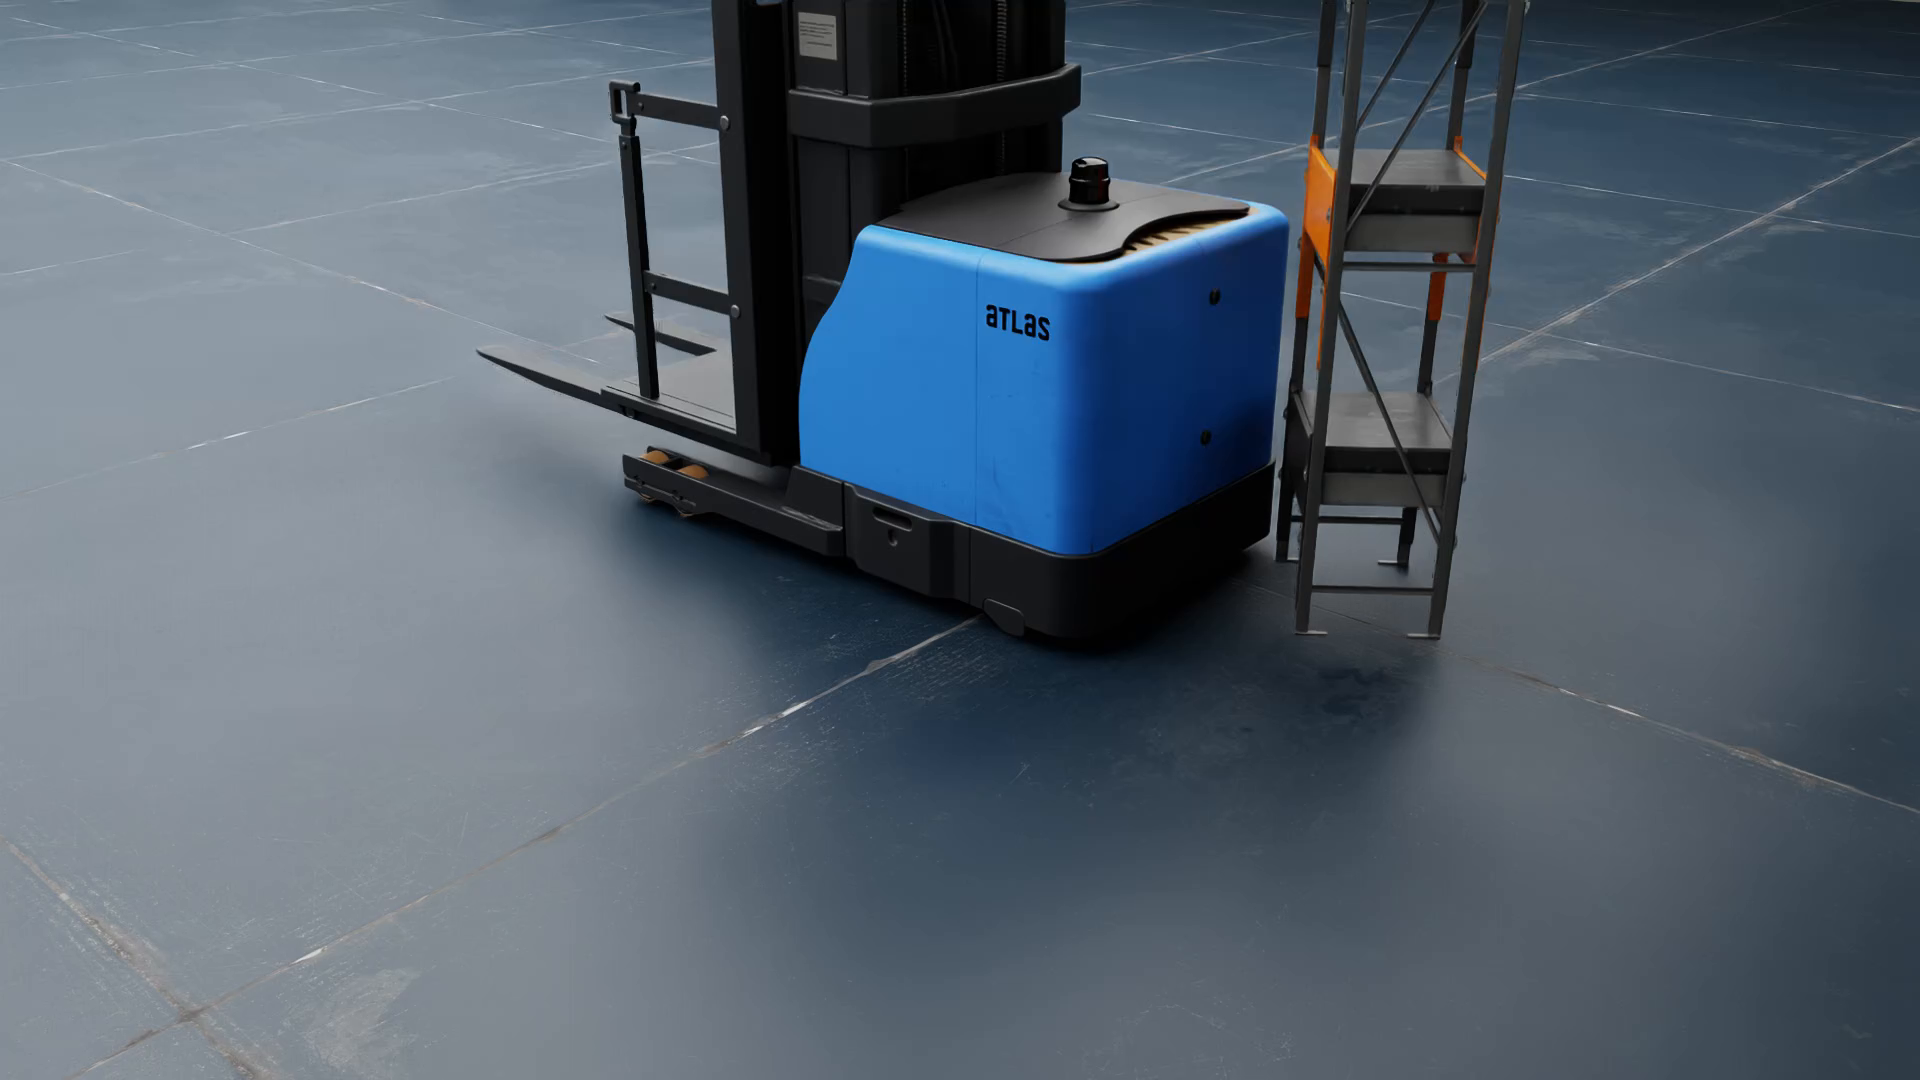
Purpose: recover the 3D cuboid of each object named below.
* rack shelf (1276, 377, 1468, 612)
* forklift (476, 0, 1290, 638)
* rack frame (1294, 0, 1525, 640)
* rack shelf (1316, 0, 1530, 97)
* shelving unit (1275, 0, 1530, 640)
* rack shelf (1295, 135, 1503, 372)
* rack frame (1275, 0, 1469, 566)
[{"bbox_3d":[1.152,-0.135,4.730,0.431,0.518,0.480,2,24,3],"label":"rack shelf"},{"bbox_3d":[-0.484,-1.557,5.139,3.031,2.935,1.130,20,31,37],"label":"forklift"},{"bbox_3d":[1.137,-0.687,4.216,0.400,2.100,0.015,2,24,3],"label":"rack frame"},{"bbox_3d":[1.152,-1.413,4.157,0.431,0.518,0.480,2,24,3],"label":"rack shelf"},{"bbox_3d":[1.152,-0.787,4.438,0.431,2.100,0.503,2,24,3],"label":"shelving unit"},{"bbox_3d":[1.152,-0.774,4.443,0.431,0.518,0.480,2,24,3],"label":"rack shelf"},{"bbox_3d":[1.168,-0.886,4.660,0.400,2.100,0.015,2,24,3],"label":"rack frame"}]
